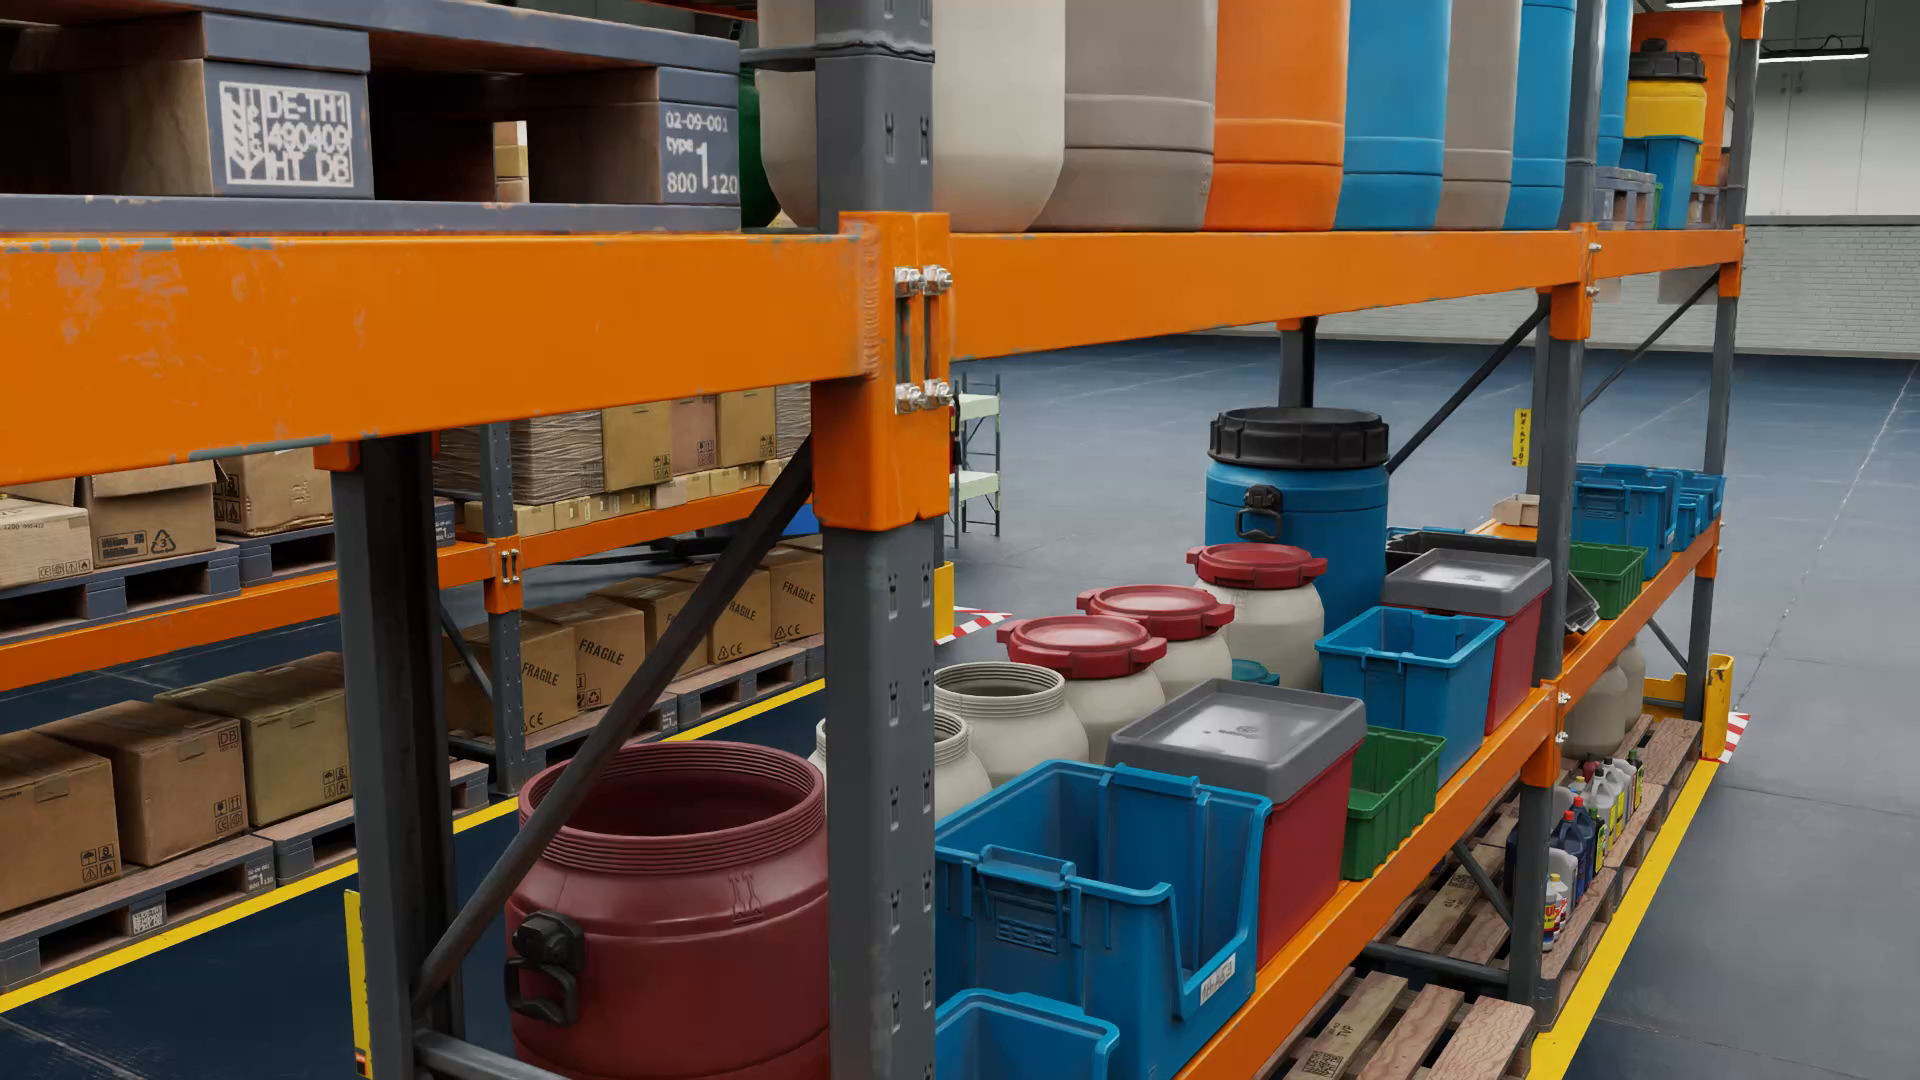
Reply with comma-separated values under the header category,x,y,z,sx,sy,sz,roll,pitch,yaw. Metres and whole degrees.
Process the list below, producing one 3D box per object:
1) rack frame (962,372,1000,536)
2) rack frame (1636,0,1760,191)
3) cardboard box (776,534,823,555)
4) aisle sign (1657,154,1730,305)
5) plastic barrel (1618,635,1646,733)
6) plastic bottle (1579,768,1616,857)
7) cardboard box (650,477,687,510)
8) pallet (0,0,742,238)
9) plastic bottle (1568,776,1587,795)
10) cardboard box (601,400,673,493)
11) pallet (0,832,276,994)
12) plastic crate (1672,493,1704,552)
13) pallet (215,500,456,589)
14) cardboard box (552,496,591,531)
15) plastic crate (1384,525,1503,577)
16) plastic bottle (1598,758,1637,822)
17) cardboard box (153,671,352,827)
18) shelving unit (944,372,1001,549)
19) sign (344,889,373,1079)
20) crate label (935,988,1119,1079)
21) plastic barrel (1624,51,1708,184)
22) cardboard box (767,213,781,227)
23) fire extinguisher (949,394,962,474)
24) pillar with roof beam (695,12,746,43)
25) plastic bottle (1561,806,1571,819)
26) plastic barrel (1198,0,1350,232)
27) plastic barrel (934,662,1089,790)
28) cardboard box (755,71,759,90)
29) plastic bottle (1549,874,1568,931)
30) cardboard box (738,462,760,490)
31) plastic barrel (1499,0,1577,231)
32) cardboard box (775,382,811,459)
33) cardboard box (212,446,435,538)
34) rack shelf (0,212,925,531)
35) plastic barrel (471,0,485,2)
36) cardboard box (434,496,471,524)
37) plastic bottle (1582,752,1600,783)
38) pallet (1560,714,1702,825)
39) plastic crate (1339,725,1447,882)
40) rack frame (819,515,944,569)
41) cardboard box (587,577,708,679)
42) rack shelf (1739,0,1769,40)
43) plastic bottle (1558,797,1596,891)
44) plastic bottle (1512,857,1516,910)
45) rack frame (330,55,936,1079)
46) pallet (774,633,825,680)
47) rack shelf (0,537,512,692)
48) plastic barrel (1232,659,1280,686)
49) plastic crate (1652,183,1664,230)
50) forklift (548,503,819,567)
category,x,y,z,sx,sy,sz,roll,pitch,yaw
rack frame,0.193,-0.796,15.425,0.400,1.500,0.023,6,12,31
rack frame,3.664,-3.339,8.633,1.000,3.000,0.127,6,12,31
cardboard box,-0.908,0.255,11.388,0.500,0.500,0.500,9,14,41
aisle sign,3.955,-1.651,8.854,0.394,0.787,0.004,6,12,31
plastic barrel,3.388,0.737,8.783,0.421,0.512,0.421,0,11,0
plastic bottle,2.680,1.140,7.010,0.144,0.351,0.185,6,12,30
cardboard box,-1.744,-0.272,9.234,0.380,0.149,0.250,6,12,31
pallet,-0.970,-0.403,1.613,1.003,0.211,1.213,6,12,31
plastic bottle,2.743,1.149,7.369,0.097,0.201,0.097,0,11,0
cardboard box,-2.070,-0.570,9.064,0.875,0.500,0.500,6,12,31
pallet,-3.681,1.451,6.925,1.003,0.211,1.213,6,12,31
plastic crate,3.318,-0.109,8.083,0.499,0.251,0.408,6,12,31
pallet,-3.167,-0.034,7.802,1.003,0.211,1.213,6,12,31
cardboard box,-2.136,-0.154,8.605,0.380,0.149,0.250,6,12,31
plastic crate,1.930,0.112,6.906,0.499,0.251,0.616,6,12,31
plastic bottle,2.931,1.100,7.430,0.152,0.276,0.135,6,12,31
cardboard box,-3.247,0.945,7.646,0.700,0.500,0.500,6,12,30
shelving unit,0.003,-0.738,15.118,0.431,1.500,0.755,6,12,31
sign,-0.963,0.736,2.724,0.100,0.325,0.005,6,12,31
crate label,0.050,0.919,2.642,0.303,0.233,0.416,6,12,31
plastic barrel,3.181,-1.972,7.830,0.600,0.588,0.600,0,11,0
cardboard box,-1.389,-1.926,9.643,0.500,0.250,0.500,6,12,30
fire extinguisher,-0.116,-0.800,11.580,0.296,0.674,0.183,6,12,31
pillar with roof beam,-1.390,-7.629,31.547,9.100,9.000,0.548,6,12,31
plastic bottle,2.503,1.220,6.802,0.097,0.271,0.097,0,11,0
plastic barrel,0.462,-1.029,3.277,0.600,0.830,0.708,6,12,31
plastic barrel,0.081,0.564,3.781,0.421,0.512,0.421,0,11,0
cardboard box,-1.158,-2.511,9.922,0.500,0.500,0.500,6,12,31
plastic bottle,2.233,1.358,6.256,0.097,0.201,0.097,0,11,0
cardboard box,-1.419,-0.397,9.902,0.380,0.149,0.250,6,12,31
plastic barrel,1.509,-1.382,4.964,0.600,0.901,0.708,6,12,31
cardboard box,-1.332,-0.811,10.348,0.875,0.500,0.500,6,12,31
cardboard box,-3.178,-0.624,7.662,1.000,1.000,1.000,6,12,31
rack shelf,-1.528,0.061,0.574,1.077,0.370,4.000,6,12,31
plastic barrel,-0.787,-0.935,1.634,0.600,0.830,0.708,6,12,31
cardboard box,-2.786,-0.173,8.706,0.380,0.149,0.250,6,12,31
plastic bottle,2.840,1.086,7.484,0.061,0.283,0.133,6,12,31
pallet,3.238,1.124,8.674,1.003,0.211,1.213,6,12,31
plastic crate,0.924,0.644,4.237,0.450,0.188,0.662,6,12,31
rack frame,-0.569,-0.864,11.712,1.000,3.000,0.127,6,12,31
cardboard box,-1.858,0.533,9.906,0.500,0.500,0.500,5,12,26
rack shelf,2.626,-2.475,7.055,1.077,0.370,4.000,6,12,31
plastic bottle,2.459,1.207,6.653,0.144,0.351,0.185,6,12,28
plastic bottle,2.180,1.286,6.417,0.061,0.283,0.133,6,12,31
rack frame,-0.489,0.868,2.464,1.000,3.000,0.127,6,12,31
pallet,-1.061,0.643,11.240,1.003,0.211,1.213,6,12,31
rack shelf,-3.684,0.433,6.738,1.077,0.370,4.000,6,12,31
plastic barrel,0.769,0.500,4.803,0.301,0.262,0.301,0,11,0
plastic crate,2.639,-1.354,6.754,0.336,0.188,0.450,6,12,31
forklift,-2.097,-1.218,13.788,3.031,2.935,1.130,-6,12,-28
